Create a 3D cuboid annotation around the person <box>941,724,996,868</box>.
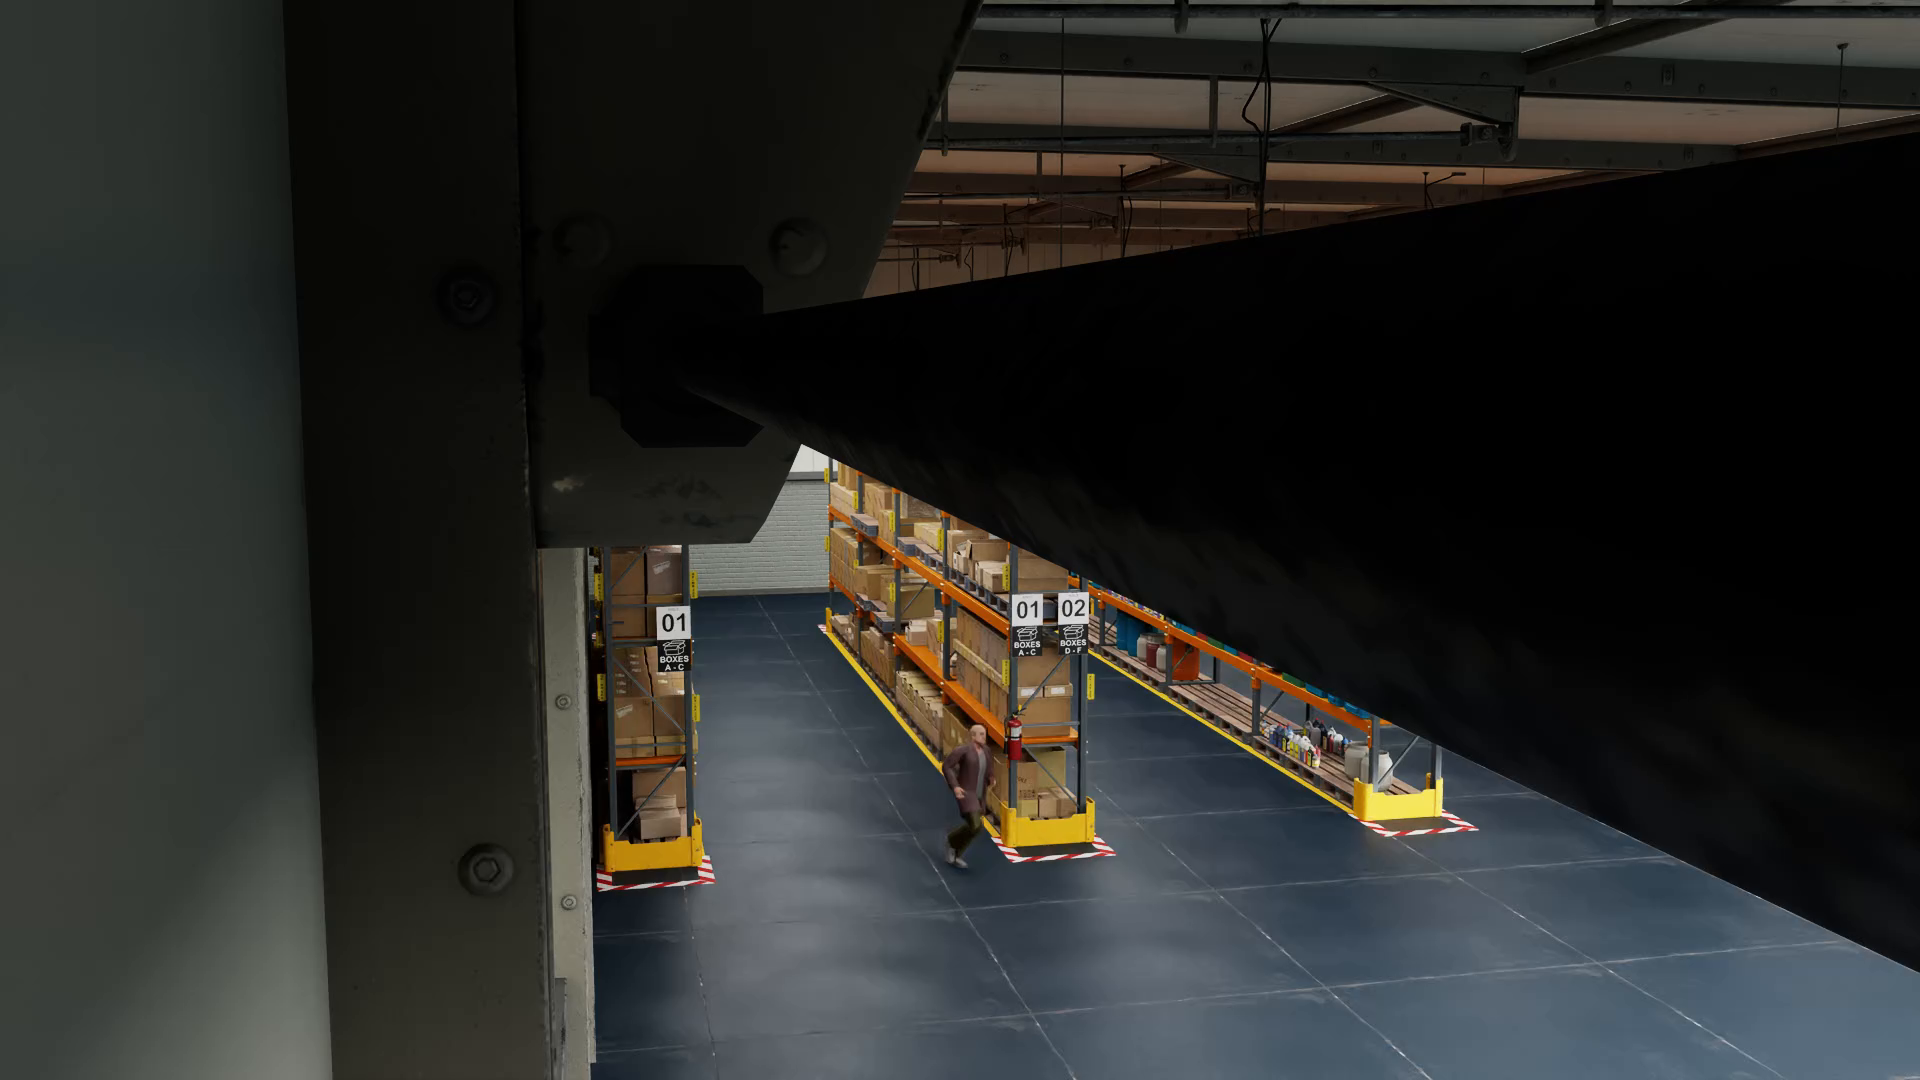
[{"bbox_3d":[0.178,3.096,20.182,0.603,1.716,0.700,7,9,44],"label":"person"}]
